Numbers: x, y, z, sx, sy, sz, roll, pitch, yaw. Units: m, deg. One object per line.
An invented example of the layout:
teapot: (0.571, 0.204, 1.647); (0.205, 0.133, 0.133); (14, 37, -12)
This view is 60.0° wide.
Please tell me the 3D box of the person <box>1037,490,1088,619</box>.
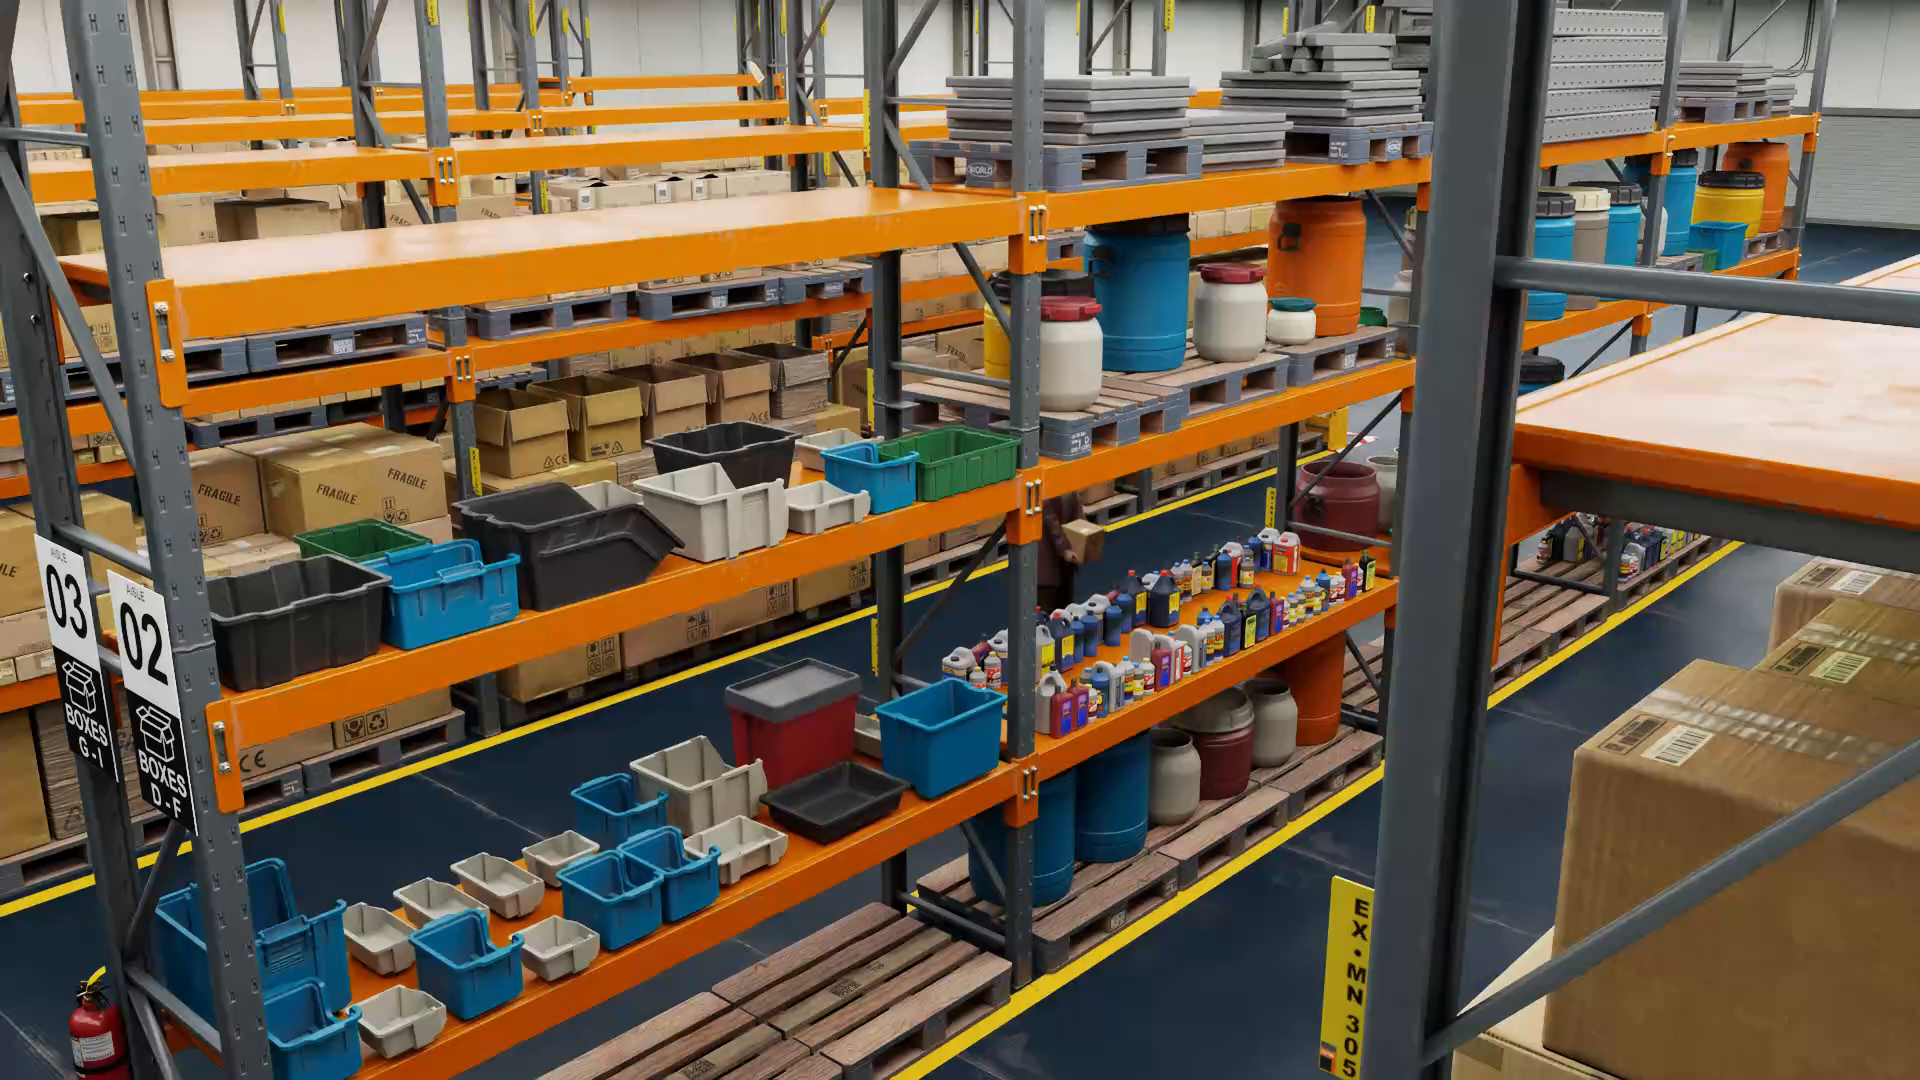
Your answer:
person: (0.814, 0.118, 13.178); (0.551, 1.780, 0.526); (14, 22, 39)
